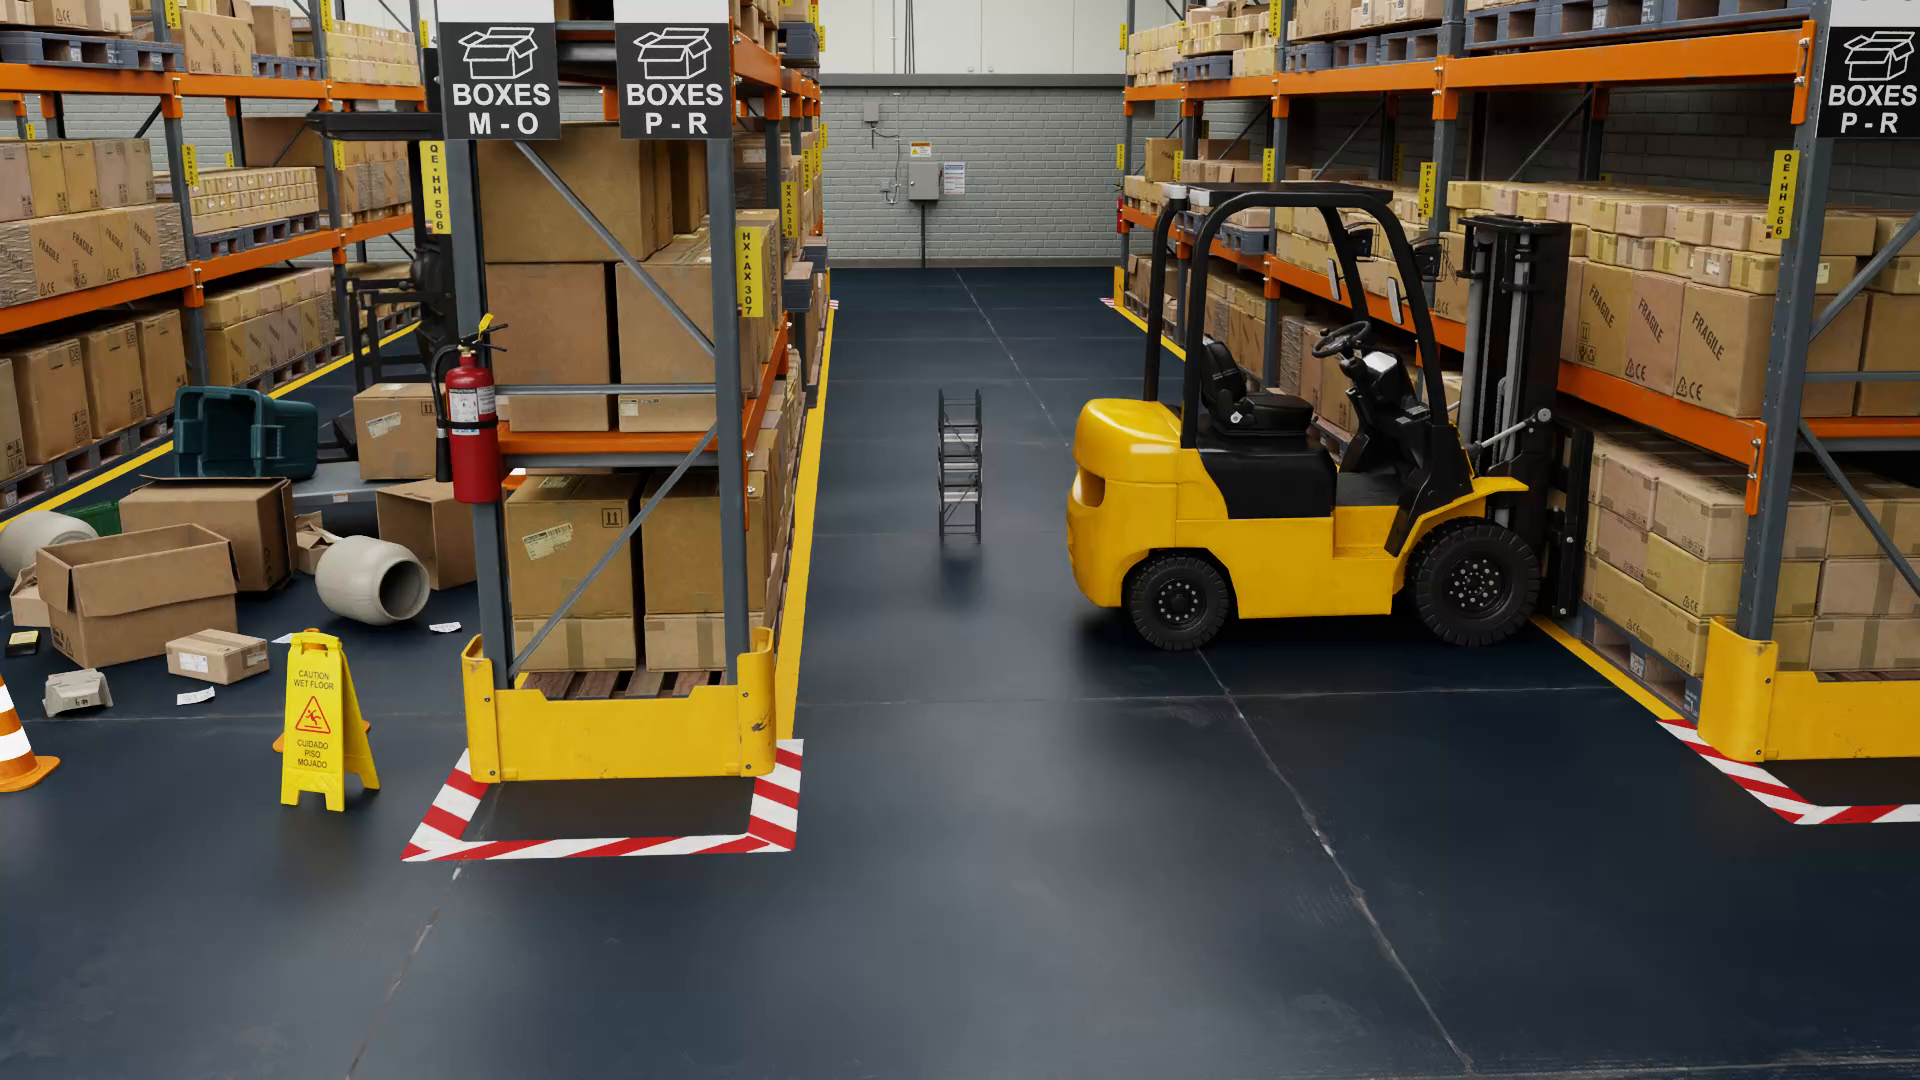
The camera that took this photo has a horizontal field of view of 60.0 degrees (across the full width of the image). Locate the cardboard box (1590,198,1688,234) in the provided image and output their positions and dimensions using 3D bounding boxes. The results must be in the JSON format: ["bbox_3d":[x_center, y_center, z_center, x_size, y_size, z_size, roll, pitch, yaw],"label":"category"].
[{"bbox_3d":[3.227,-1.537,7.879,0.380,0.149,0.250,-1,14,-2],"label":"cardboard box"}]

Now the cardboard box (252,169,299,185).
[{"bbox_3d":[-6.742,-3.575,16.370,0.380,0.149,0.250,-1,14,-5],"label":"cardboard box"}]

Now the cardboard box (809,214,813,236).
[{"bbox_3d":[-1.749,-3.228,16.854,0.500,0.250,0.500,-1,14,-4],"label":"cardboard box"}]

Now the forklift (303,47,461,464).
[{"bbox_3d":[-3.884,-1.893,11.502,3.031,2.935,1.130,-7,16,-25],"label":"forklift"}]

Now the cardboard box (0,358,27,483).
[{"bbox_3d":[-6.625,-0.711,10.441,1.050,0.750,0.750,-1,14,-4],"label":"cardboard box"}]

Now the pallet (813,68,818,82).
[{"bbox_3d":[-2.171,-5.451,19.351,1.003,0.211,1.213,-1,14,-3],"label":"pallet"}]

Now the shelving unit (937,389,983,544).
[{"bbox_3d":[0.000,-0.438,9.922,0.258,0.900,0.210,-1,14,-3],"label":"shelving unit"}]

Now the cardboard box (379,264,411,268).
[{"bbox_3d":[-6.997,-3.348,20.703,0.380,0.149,0.250,-1,14,-2],"label":"cardboard box"}]

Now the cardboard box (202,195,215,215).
[{"bbox_3d":[-6.593,-2.855,14.168,0.380,0.149,0.250,0,14,-1],"label":"cardboard box"}]

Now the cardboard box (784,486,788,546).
[{"bbox_3d":[-1.215,-0.142,9.234,0.500,0.250,0.500,-1,14,-5],"label":"cardboard box"}]

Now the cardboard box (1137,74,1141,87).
[{"bbox_3d":[2.389,-5.663,20.501,0.380,0.149,0.250,-1,14,-2],"label":"cardboard box"}]

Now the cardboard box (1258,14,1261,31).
[{"bbox_3d":[2.875,-4.612,14.817,0.380,0.149,0.250,-1,14,-4],"label":"cardboard box"}]

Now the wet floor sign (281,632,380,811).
[{"bbox_3d":[-2.371,0.653,6.192,0.267,0.644,0.232,4,15,16],"label":"wet floor sign"}]

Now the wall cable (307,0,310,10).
[{"bbox_3d":[-9.108,-10.300,25.542,2.277,5.999,0.120,-1,14,-3],"label":"wall cable"}]

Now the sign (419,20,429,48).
[{"bbox_3d":[-6.685,-6.313,20.747,0.100,0.325,0.005,-1,14,-3],"label":"sign"}]

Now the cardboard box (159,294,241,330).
[{"bbox_3d":[-6.546,-1.970,14.332,0.500,0.250,0.500,-2,15,-6],"label":"cardboard box"}]

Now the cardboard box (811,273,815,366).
[{"bbox_3d":[-1.822,-2.110,15.627,0.875,0.875,0.875,-1,14,-3],"label":"cardboard box"}]

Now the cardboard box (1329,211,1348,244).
[{"bbox_3d":[3.028,-2.291,12.210,0.500,0.250,0.500,-1,14,-3],"label":"cardboard box"}]

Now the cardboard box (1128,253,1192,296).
[{"bbox_3d":[2.591,-3.448,21.575,0.797,0.503,0.637,-1,15,-6],"label":"cardboard box"}]

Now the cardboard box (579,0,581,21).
[{"bbox_3d":[-1.664,-2.027,6.371,0.380,0.149,0.250,-1,14,-3],"label":"cardboard box"}]

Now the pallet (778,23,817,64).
[{"bbox_3d":[-1.495,-3.062,10.266,1.213,0.211,1.003,-1,14,-3],"label":"pallet"}]

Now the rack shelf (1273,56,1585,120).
[{"bbox_3d":[3.267,-3.225,11.964,1.077,0.370,4.000,-1,14,-3],"label":"rack shelf"}]

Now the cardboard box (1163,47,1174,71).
[{"bbox_3d":[2.573,-5.382,18.608,0.500,0.250,0.500,-1,14,-5],"label":"cardboard box"}]

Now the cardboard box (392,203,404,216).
[{"bbox_3d":[-6.904,-3.976,19.965,0.380,0.149,0.250,-2,15,-6],"label":"cardboard box"}]

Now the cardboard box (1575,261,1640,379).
[{"bbox_3d":[3.291,-1.052,7.893,0.500,0.500,0.500,-1,14,-4],"label":"cardboard box"}]

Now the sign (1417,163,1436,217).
[{"bbox_3d":[2.850,-2.135,10.138,0.100,0.325,0.005,-1,14,-3],"label":"sign"}]

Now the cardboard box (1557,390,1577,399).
[{"bbox_3d":[3.661,-0.734,9.527,0.500,0.250,0.500,-1,14,-4],"label":"cardboard box"}]

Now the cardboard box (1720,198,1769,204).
[{"bbox_3d":[3.859,-1.546,7.917,0.380,0.149,0.250,-1,14,-5],"label":"cardboard box"}]

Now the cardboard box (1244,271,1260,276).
[{"bbox_3d":[3.228,-2.767,17.633,0.380,0.149,0.250,-1,14,-3],"label":"cardboard box"}]

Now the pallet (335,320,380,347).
[{"bbox_3d":[-7.070,-2.250,18.346,1.003,0.211,1.213,-1,14,-3],"label":"pallet"}]

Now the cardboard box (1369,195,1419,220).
[{"bbox_3d":[3.003,-2.256,11.272,0.380,0.149,0.250,-1,14,-5],"label":"cardboard box"}]

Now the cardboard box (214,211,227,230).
[{"bbox_3d":[-6.605,-2.769,14.428,0.380,0.149,0.250,0,14,-1],"label":"cardboard box"}]

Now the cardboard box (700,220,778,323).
[{"bbox_3d":[-1.212,-1.374,8.551,0.500,0.500,0.500,0,14,-2],"label":"cardboard box"}]

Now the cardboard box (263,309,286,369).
[{"bbox_3d":[-6.605,-1.864,15.425,0.500,0.500,0.500,-1,14,-5],"label":"cardboard box"}]

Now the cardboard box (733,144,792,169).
[{"bbox_3d":[-1.239,-2.378,10.306,0.380,0.149,0.250,-1,14,-4],"label":"cardboard box"}]

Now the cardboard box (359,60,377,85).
[{"bbox_3d":[-6.811,-5.187,18.448,0.500,0.250,0.500,0,14,-1],"label":"cardboard box"}]

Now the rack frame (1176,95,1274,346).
[{"bbox_3d":[2.895,-3.613,18.047,1.000,3.000,0.127,-1,14,-3],"label":"rack frame"}]

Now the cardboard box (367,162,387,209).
[{"bbox_3d":[-6.805,-4.002,18.762,0.500,0.500,0.500,-1,14,-5],"label":"cardboard box"}]

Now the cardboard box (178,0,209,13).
[{"bbox_3d":[-6.527,-4.544,13.909,0.396,0.266,0.258,-1,14,-3],"label":"cardboard box"}]

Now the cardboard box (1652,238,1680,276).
[{"bbox_3d":[3.333,-1.263,7.413,0.380,0.149,0.250,-1,14,-4],"label":"cardboard box"}]

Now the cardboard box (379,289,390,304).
[{"bbox_3d":[-6.812,-2.817,19.235,0.380,0.149,0.250,-1,14,-4],"label":"cardboard box"}]

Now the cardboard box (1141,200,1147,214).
[{"bbox_3d":[2.424,-4.079,20.363,0.380,0.149,0.250,-1,14,-5],"label":"cardboard box"}]

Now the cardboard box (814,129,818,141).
[{"bbox_3d":[-1.920,-4.569,19.556,0.500,0.500,0.500,-1,14,-4],"label":"cardboard box"}]

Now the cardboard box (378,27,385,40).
[{"bbox_3d":[-6.879,-5.846,19.207,0.380,0.149,0.250,-1,14,-2],"label":"cardboard box"}]

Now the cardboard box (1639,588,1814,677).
[{"bbox_3d":[3.294,0.388,7.174,0.500,0.250,0.500,-1,14,-3],"label":"cardboard box"}]

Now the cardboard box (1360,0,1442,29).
[{"bbox_3d":[3.055,-3.651,11.314,0.500,0.311,0.500,-1,14,-5],"label":"cardboard box"}]

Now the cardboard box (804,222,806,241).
[{"bbox_3d":[-1.406,-2.417,13.060,0.380,0.149,0.250,-1,14,-4],"label":"cardboard box"}]

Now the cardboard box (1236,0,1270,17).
[{"bbox_3d":[3.032,-5.400,17.006,0.396,0.266,0.258,-1,14,-3],"label":"cardboard box"}]

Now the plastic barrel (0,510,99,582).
[{"bbox_3d":[-4.896,0.062,8.935,0.512,0.421,0.421,10,18,35],"label":"plastic barrel"}]

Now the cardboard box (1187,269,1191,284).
[{"bbox_3d":[2.652,-2.826,17.863,0.380,0.149,0.250,0,14,-1],"label":"cardboard box"}]

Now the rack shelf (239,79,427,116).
[{"bbox_3d":[-7.117,-5.035,19.000,1.077,0.370,4.000,-1,14,-3],"label":"rack shelf"}]

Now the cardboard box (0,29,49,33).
[{"bbox_3d":[-6.889,-3.763,11.868,0.500,0.250,0.500,0,14,-2],"label":"cardboard box"}]

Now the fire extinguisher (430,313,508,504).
[{"bbox_3d":[-1.768,-0.478,6.018,0.296,0.674,0.183,-1,14,-3],"label":"fire extinguisher"}]
